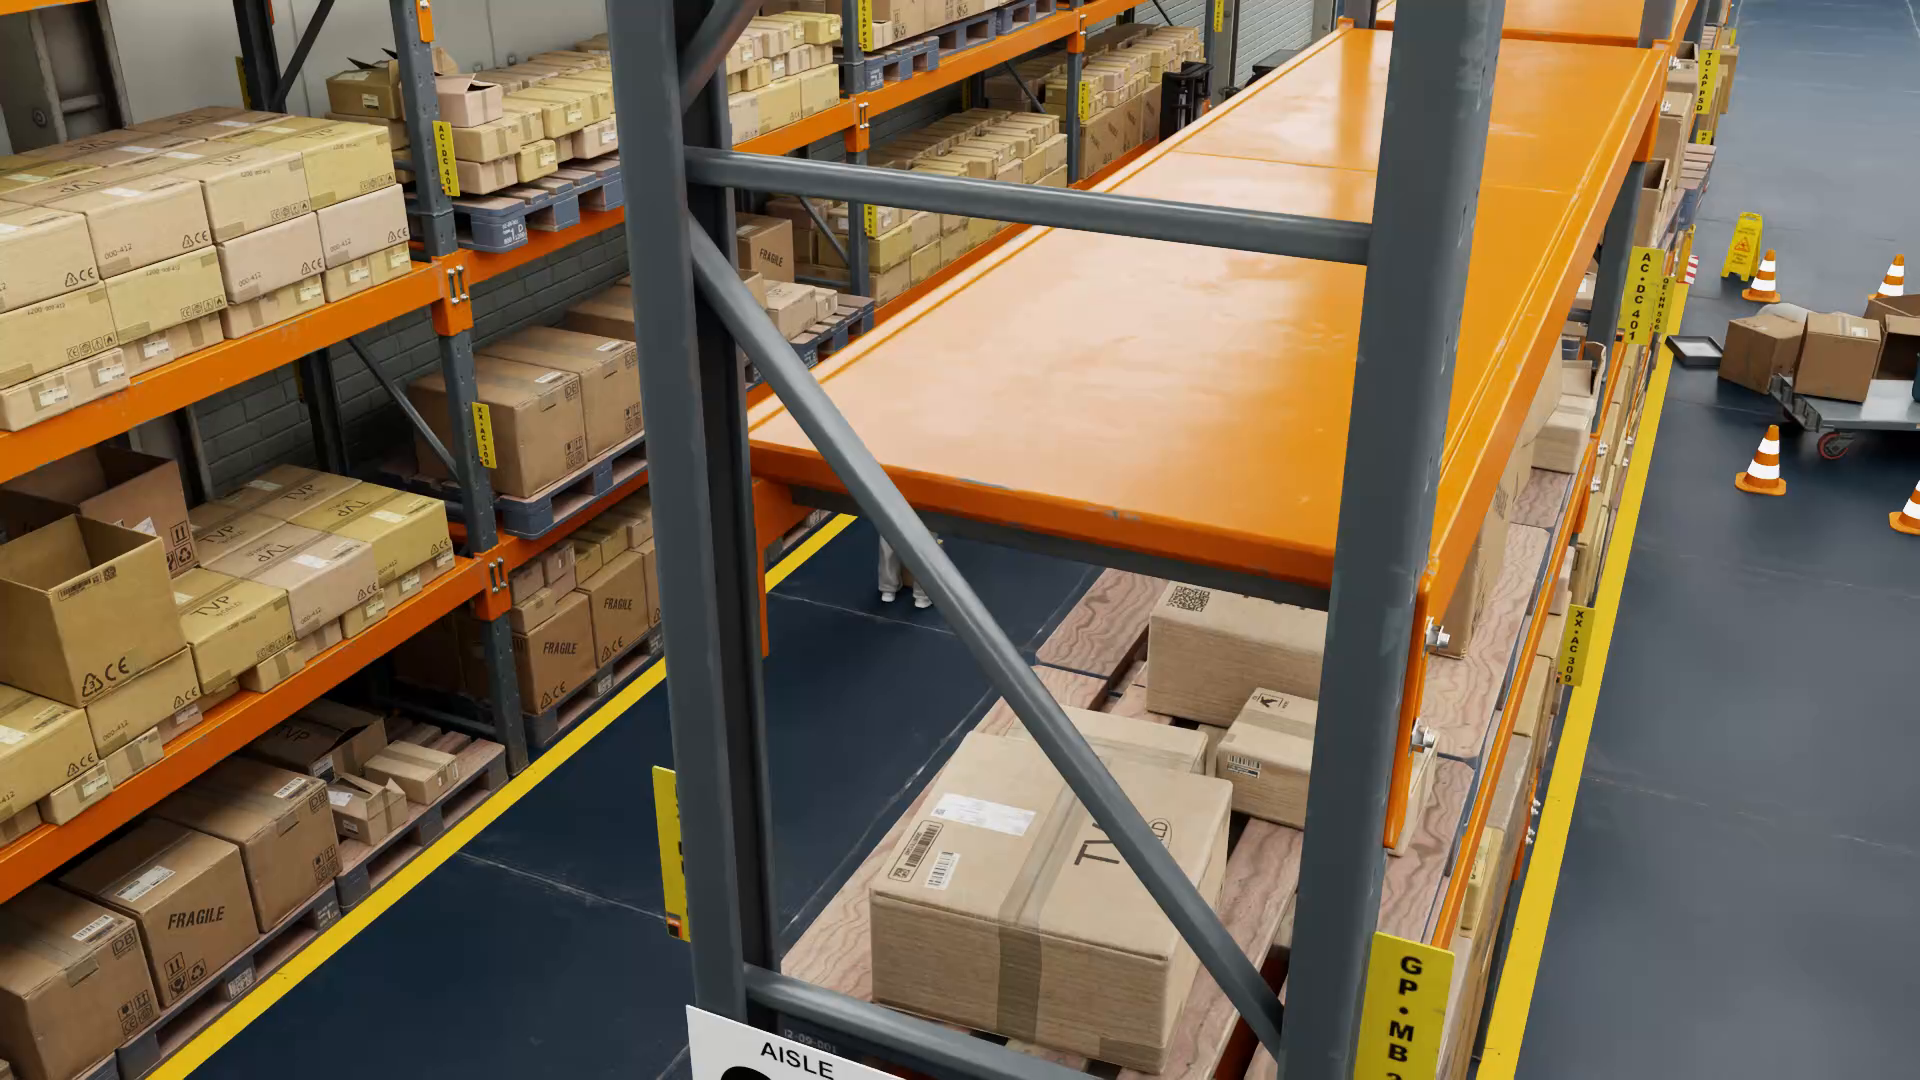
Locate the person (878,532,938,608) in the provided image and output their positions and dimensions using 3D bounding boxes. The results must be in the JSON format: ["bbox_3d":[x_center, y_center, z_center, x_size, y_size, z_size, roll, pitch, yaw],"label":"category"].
[{"bbox_3d":[-0.337,-0.393,10.218,0.486,1.672,0.349,11,28,21],"label":"person"}]
